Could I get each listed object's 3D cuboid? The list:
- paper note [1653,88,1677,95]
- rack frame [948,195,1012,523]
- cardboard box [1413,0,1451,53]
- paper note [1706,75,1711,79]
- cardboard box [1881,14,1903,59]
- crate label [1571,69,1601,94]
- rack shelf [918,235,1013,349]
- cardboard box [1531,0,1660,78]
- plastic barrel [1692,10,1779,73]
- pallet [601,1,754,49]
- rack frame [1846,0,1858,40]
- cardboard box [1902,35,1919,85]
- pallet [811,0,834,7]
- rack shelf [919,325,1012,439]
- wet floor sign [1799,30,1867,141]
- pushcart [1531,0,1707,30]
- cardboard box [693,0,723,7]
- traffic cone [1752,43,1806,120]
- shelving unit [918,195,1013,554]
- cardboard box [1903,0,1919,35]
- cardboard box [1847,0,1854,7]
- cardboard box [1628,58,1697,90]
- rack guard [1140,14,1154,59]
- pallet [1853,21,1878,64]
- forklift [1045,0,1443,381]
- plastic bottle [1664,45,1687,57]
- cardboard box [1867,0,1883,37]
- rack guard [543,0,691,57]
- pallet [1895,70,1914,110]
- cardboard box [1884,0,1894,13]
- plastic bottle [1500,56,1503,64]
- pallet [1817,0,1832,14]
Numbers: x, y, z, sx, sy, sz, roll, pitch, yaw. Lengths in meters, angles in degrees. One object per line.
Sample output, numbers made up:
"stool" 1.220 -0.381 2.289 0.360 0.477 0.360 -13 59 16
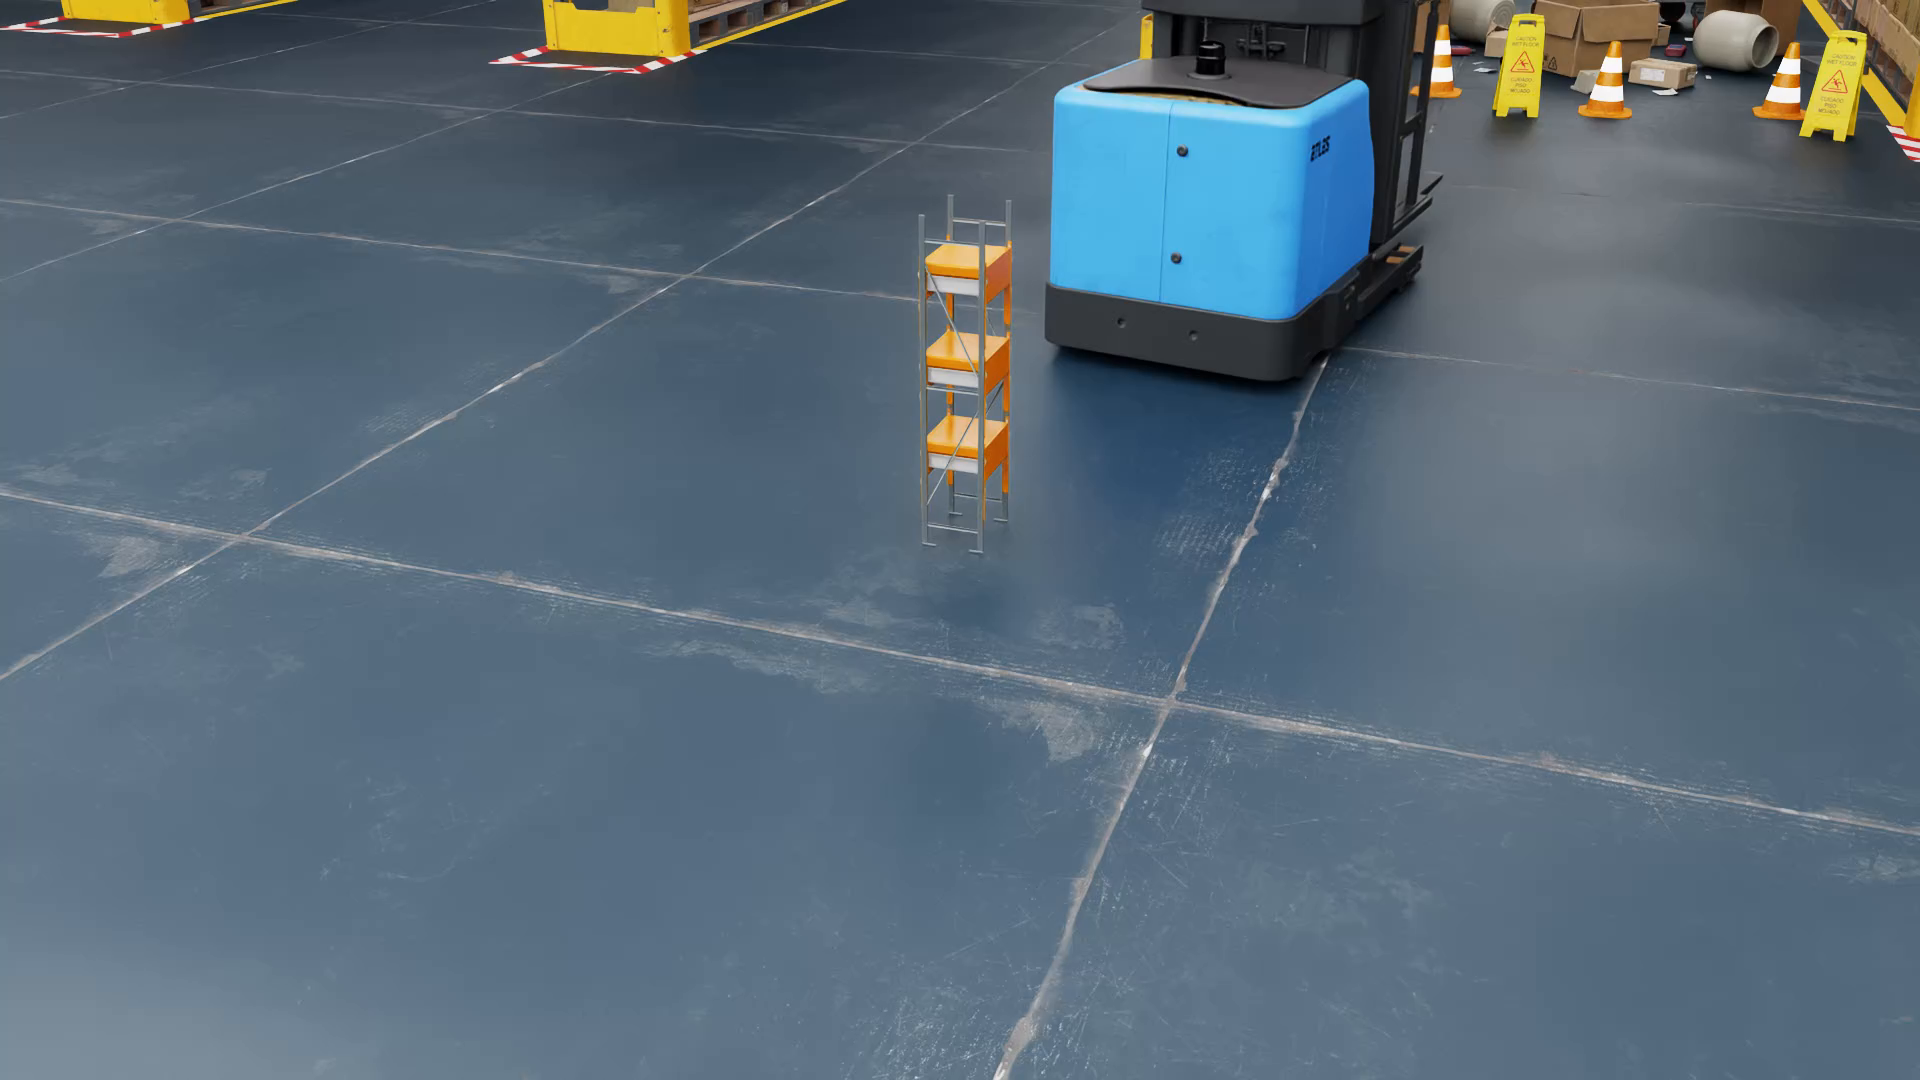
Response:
"paper note" 5.005 -3.177 11.777 0.148 0.019 0.142 0 26 -1
"rack frame" 0.058 -0.545 5.170 0.200 1.050 0.008 9 27 17
"cardboard box" 3.648 -4.246 13.442 0.500 0.500 0.500 14 29 26
"paper note" 5.549 -3.433 12.329 0.032 0.001 0.123 9 27 17
"cardboard box" 6.932 -3.586 11.889 0.500 0.250 0.500 8 27 16
"crate label" 4.538 -3.265 11.836 0.250 0.136 0.298 -5 26 -9
"rack shelf" 0.018 -0.740 4.948 0.215 0.259 0.240 9 27 17
"cardboard box" 4.765 -3.802 12.524 0.797 0.503 0.637 -9 27 -18
"plastic barrel" 5.827 -3.745 12.499 0.421 0.421 0.512 -14 29 -27
"pallet" -2.449 -4.378 14.050 1.003 0.211 1.213 9 27 17
"rack frame" 7.899 -5.480 13.126 1.000 3.000 0.127 9 27 17
"cardboard box" 6.591 -3.169 11.026 0.500 0.250 0.500 9 27 17
"pallet" -1.637 -5.381 16.121 1.003 0.211 1.213 9 27 17
"rack shelf" 0.018 -0.485 5.071 0.215 0.259 0.240 9 27 17
"wet floor sign" 5.495 -2.854 10.403 0.267 0.644 0.232 20 32 35
"pushcart" 5.732 -4.610 14.338 1.648 0.377 0.936 0 26 -1
"cardboard box" -2.387 -4.842 14.195 0.500 0.500 0.500 17 30 31
"traffic cone" 5.494 -3.058 11.035 0.336 0.463 0.334 9 27 17
"shelving unit" 0.018 -0.495 5.067 0.215 1.050 0.252 9 27 17
"cardboard box" 6.759 -3.707 11.277 0.500 0.500 0.500 10 28 19
"cardboard box" 8.071 -4.702 14.053 0.950 0.372 0.625 9 27 18
"cardboard box" 5.099 -3.384 12.069 0.250 0.149 0.380 -20 33 -36
"rack guard" 1.858 -3.378 11.652 1.175 0.500 0.348 9 27 17
"pallet" 7.709 -3.944 13.153 1.003 0.211 1.213 9 27 17
"forklift" 1.497 -2.530 7.111 1.130 2.935 3.031 13 29 26
"plastic bottle" 5.701 -3.899 13.233 0.133 0.061 0.283 14 29 26
"cardboard box" 7.281 -4.007 12.757 0.500 0.250 0.500 10 28 20
"rack guard" -2.752 -4.179 13.308 1.175 0.500 0.348 9 27 17
"pallet" 6.897 -2.941 11.082 1.003 0.211 1.213 9 27 17
"cardboard box" 7.107 -4.131 12.153 0.500 0.500 0.500 10 28 20
"plastic bottle" 4.232 -3.674 12.767 0.133 0.061 0.283 0 26 -1
"pallet" 8.561 -5.048 15.434 1.003 0.211 1.213 9 27 17
